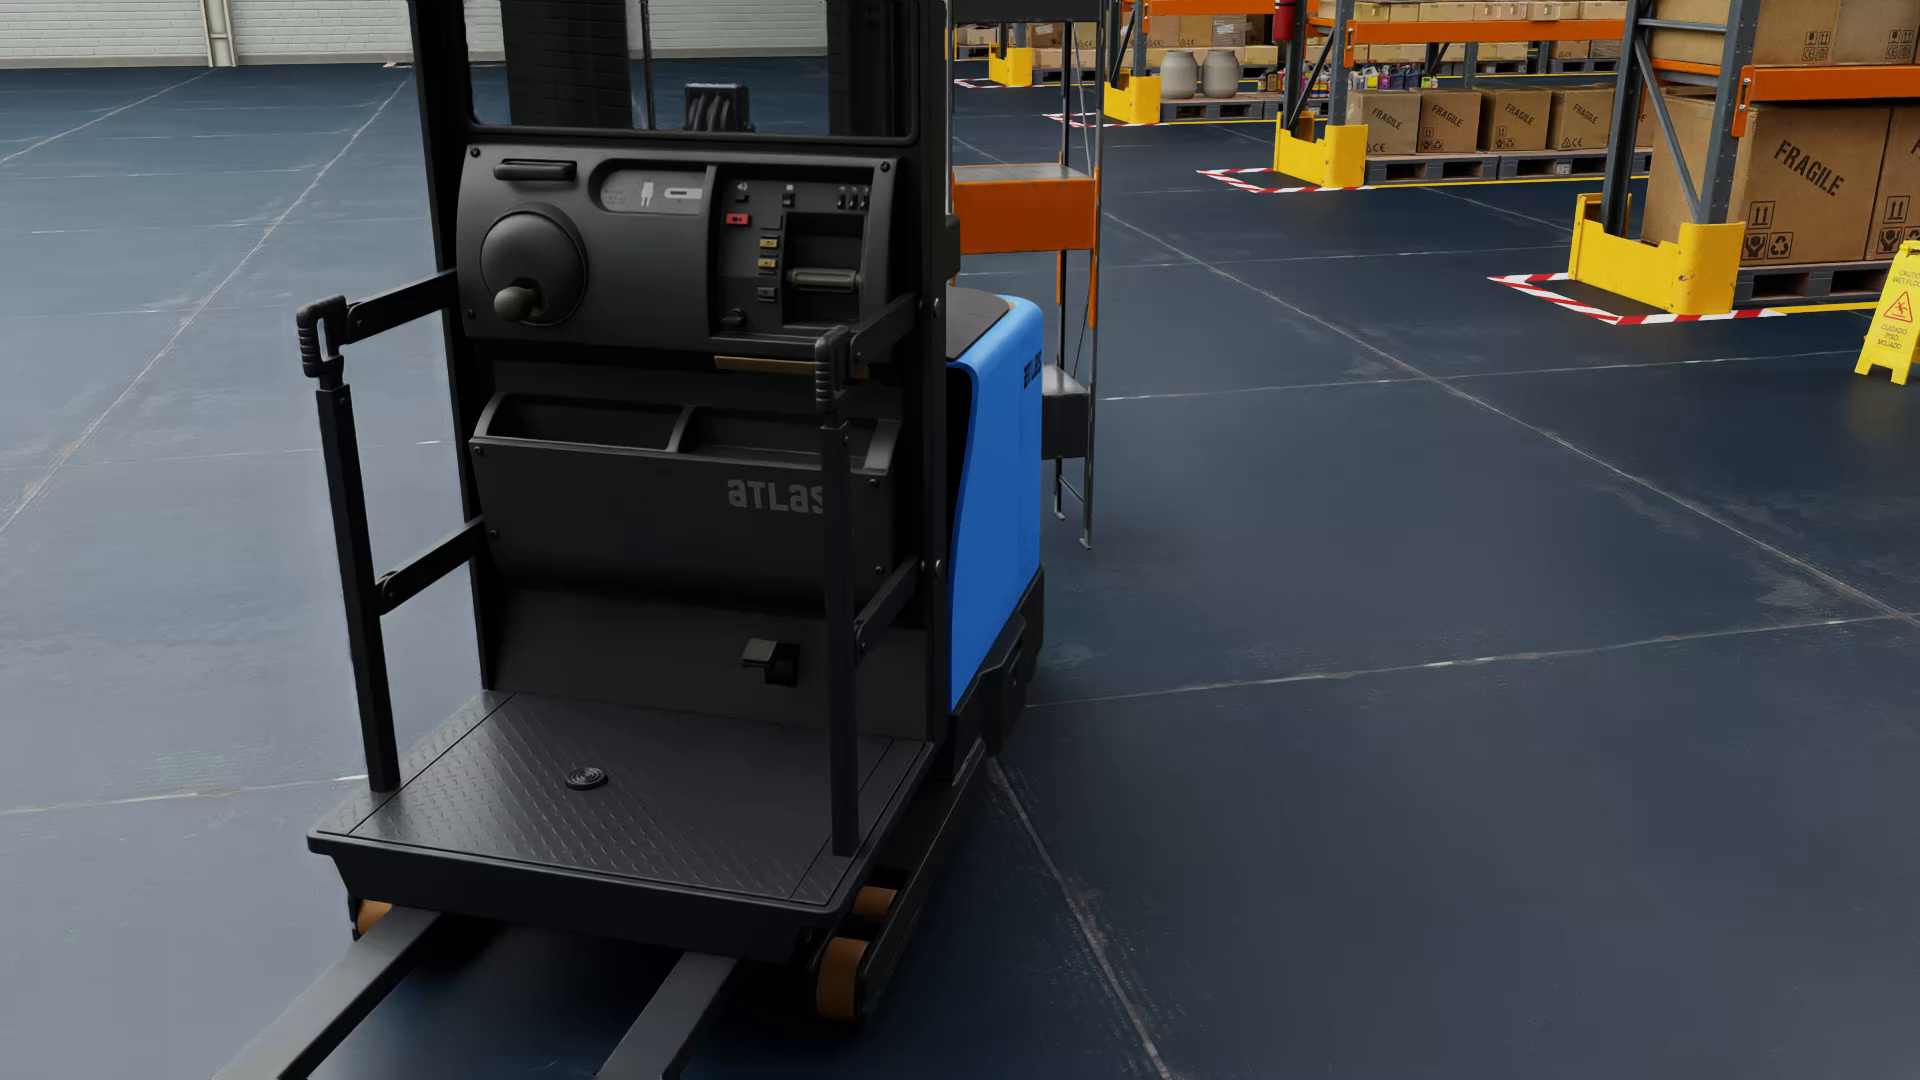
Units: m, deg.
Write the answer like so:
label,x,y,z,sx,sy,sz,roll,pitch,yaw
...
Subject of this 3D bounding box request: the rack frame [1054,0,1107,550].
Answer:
label,x,y,z,sx,sy,sz,roll,pitch,yaw
rack frame,0.399,-1.018,5.542,0.015,2.100,0.400,-5,21,-12

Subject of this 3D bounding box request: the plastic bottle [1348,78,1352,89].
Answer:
label,x,y,z,sx,sy,sz,roll,pitch,yaw
plastic bottle,4.427,-5.172,19.003,0.097,0.201,0.097,0,20,0

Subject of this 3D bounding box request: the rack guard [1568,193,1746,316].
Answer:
label,x,y,z,sx,sy,sz,roll,pitch,yaw
rack guard,4.022,-1.680,9.673,0.348,0.500,1.175,-5,21,-12

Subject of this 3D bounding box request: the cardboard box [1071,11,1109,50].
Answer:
label,x,y,z,sx,sy,sz,roll,pitch,yaw
cardboard box,1.786,-7.106,23.150,0.500,0.500,0.500,-5,21,-12

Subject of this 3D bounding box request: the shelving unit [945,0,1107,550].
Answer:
label,x,y,z,sx,sy,sz,roll,pitch,yaw
shelving unit,0.161,-0.999,5.489,0.503,2.100,0.431,-5,21,-12

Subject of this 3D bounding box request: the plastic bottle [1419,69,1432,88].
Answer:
label,x,y,z,sx,sy,sz,roll,pitch,yaw
plastic bottle,5.363,-5.281,19.179,0.133,0.283,0.061,-4,20,-10

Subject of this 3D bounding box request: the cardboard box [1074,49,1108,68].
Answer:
label,x,y,z,sx,sy,sz,roll,pitch,yaw
cardboard box,1.786,-6.755,23.280,0.500,0.250,0.500,-5,21,-12

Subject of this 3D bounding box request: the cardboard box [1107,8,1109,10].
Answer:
label,x,y,z,sx,sy,sz,roll,pitch,yaw
cardboard box,2.150,-7.324,23.745,0.500,0.500,0.500,-5,21,-12

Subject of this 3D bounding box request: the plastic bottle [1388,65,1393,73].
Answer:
label,x,y,z,sx,sy,sz,roll,pitch,yaw
plastic bottle,5.061,-5.480,19.724,0.133,0.283,0.061,-5,21,-12

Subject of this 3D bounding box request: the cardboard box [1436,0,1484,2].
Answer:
label,x,y,z,sx,sy,sz,roll,pitch,yaw
cardboard box,4.003,-4.824,14.046,0.500,0.500,0.875,-5,21,-12

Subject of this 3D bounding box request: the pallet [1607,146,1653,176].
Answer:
label,x,y,z,sx,sy,sz,roll,pitch,yaw
pallet,6.250,-3.466,14.969,1.213,0.211,1.003,-5,21,-12

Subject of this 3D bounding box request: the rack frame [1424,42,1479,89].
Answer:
label,x,y,z,sx,sy,sz,roll,pitch,yaw
rack frame,5.756,-6.498,19.193,0.127,3.000,1.000,-5,21,-12

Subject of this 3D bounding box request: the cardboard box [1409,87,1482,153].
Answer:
label,x,y,z,sx,sy,sz,roll,pitch,yaw
cardboard box,4.188,-3.650,14.440,0.500,0.500,0.500,1,20,2

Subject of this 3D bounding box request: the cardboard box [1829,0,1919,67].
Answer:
label,x,y,z,sx,sy,sz,roll,pitch,yaw
cardboard box,4.927,-3.021,9.483,0.550,0.550,0.875,-5,21,-12

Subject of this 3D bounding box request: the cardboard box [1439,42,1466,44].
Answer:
label,x,y,z,sx,sy,sz,roll,pitch,yaw
cardboard box,7.063,-7.436,24.326,0.500,0.311,0.500,-5,21,-13

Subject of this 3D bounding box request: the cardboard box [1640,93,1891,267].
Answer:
label,x,y,z,sx,sy,sz,roll,pitch,yaw
cardboard box,4.690,-2.131,9.749,0.875,0.875,0.875,-5,21,-12

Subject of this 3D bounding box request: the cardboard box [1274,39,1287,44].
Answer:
label,x,y,z,sx,sy,sz,roll,pitch,yaw
cardboard box,4.948,-7.454,24.374,0.500,0.311,0.500,-5,21,-12

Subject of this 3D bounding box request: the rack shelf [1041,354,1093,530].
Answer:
label,x,y,z,sx,sy,sz,roll,pitch,yaw
rack shelf,0.161,-0.329,5.735,0.480,0.518,0.431,-5,21,-12

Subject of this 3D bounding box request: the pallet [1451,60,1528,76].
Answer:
label,x,y,z,sx,sy,sz,roll,pitch,yaw
pallet,7.702,-7.112,24.922,1.213,0.211,1.003,-5,21,-12

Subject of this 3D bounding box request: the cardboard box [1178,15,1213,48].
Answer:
label,x,y,z,sx,sy,sz,roll,pitch,yaw
cardboard box,3.244,-7.228,23.483,0.500,0.500,0.500,-5,21,-12

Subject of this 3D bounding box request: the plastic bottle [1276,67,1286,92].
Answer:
label,x,y,z,sx,sy,sz,roll,pitch,yaw
plastic bottle,3.801,-5.412,19.548,0.135,0.276,0.152,-4,21,-12

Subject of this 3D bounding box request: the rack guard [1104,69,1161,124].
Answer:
label,x,y,z,sx,sy,sz,roll,pitch,yaw
rack guard,1.926,-5.030,18.818,0.348,0.500,1.175,-5,21,-12

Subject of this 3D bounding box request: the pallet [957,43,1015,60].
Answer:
label,x,y,z,sx,sy,sz,roll,pitch,yaw
pallet,0.456,-8.247,28.021,1.213,0.211,1.003,-5,21,-12

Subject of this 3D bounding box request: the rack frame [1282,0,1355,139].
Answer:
label,x,y,z,sx,sy,sz,roll,pitch,yaw
rack frame,3.003,-4.524,13.803,0.127,3.000,1.000,-5,21,-12

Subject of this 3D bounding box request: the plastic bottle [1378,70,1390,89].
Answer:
label,x,y,z,sx,sy,sz,roll,pitch,yaw
plastic bottle,4.860,-5.240,19.067,0.133,0.283,0.061,-3,20,-9

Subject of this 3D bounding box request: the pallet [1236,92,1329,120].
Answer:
label,x,y,z,sx,sy,sz,roll,pitch,yaw
pallet,3.903,-5.052,19.299,1.213,0.211,1.003,-5,21,-12

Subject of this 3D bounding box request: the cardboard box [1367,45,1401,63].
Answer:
label,x,y,z,sx,sy,sz,roll,pitch,yaw
cardboard box,6.070,-7.093,24.205,0.500,0.250,0.500,-5,21,-14

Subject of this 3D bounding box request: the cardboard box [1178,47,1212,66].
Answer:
label,x,y,z,sx,sy,sz,roll,pitch,yaw
cardboard box,3.246,-6.872,23.600,0.500,0.250,0.500,-5,21,-12

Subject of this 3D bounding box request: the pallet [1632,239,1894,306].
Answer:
label,x,y,z,sx,sy,sz,roll,pitch,yaw
pallet,4.806,-1.635,9.972,1.213,0.211,1.003,-5,21,-12

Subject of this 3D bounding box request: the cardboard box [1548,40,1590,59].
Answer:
label,x,y,z,sx,sy,sz,roll,pitch,yaw
cardboard box,9.021,-7.446,24.776,0.500,0.500,0.500,-4,20,-10

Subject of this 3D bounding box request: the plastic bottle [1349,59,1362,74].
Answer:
label,x,y,z,sx,sy,sz,roll,pitch,yaw
plastic bottle,4.691,-5.521,19.737,0.185,0.351,0.144,-6,21,-15

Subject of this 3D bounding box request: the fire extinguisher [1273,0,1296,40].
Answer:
label,x,y,z,sx,sy,sz,roll,pitch,yaw
fire extinguisher,2.785,-4.632,14.212,0.183,0.674,0.296,-5,21,-12

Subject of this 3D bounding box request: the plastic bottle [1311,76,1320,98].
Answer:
label,x,y,z,sx,sy,sz,roll,pitch,yaw
plastic bottle,4.033,-5.173,18.903,0.097,0.271,0.097,0,20,0

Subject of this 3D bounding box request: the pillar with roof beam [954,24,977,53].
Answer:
label,x,y,z,sx,sy,sz,roll,pitch,yaw
pillar with roof beam,1.056,-11.219,23.357,0.400,9.000,9.100,-5,21,-12

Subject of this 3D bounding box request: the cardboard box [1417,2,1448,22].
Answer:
label,x,y,z,sx,sy,sz,roll,pitch,yaw
cardboard box,3.829,-4.377,13.766,0.250,0.149,0.380,-5,21,-12

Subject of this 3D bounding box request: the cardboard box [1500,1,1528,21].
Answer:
label,x,y,z,sx,sy,sz,roll,pitch,yaw
cardboard box,4.550,-4.450,13.966,0.250,0.149,0.380,-5,21,-12

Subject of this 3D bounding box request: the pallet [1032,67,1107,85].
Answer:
label,x,y,z,sx,sy,sz,roll,pitch,yaw
pallet,1.461,-6.605,23.539,1.213,0.211,1.003,-5,21,-12

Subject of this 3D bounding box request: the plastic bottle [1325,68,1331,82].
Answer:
label,x,y,z,sx,sy,sz,roll,pitch,yaw
plastic bottle,4.336,-5.405,19.528,0.135,0.276,0.152,-5,21,-12

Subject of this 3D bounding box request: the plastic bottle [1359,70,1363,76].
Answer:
label,x,y,z,sx,sy,sz,roll,pitch,yaw
plastic bottle,4.646,-5.273,19.159,0.133,0.283,0.061,-5,21,-12

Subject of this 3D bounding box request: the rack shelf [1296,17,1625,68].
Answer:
label,x,y,z,sx,sy,sz,roll,pitch,yaw
rack shelf,4.949,-4.344,14.359,4.000,0.370,1.077,-5,21,-12

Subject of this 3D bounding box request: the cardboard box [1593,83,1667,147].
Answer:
label,x,y,z,sx,sy,sz,roll,pitch,yaw
cardboard box,5.941,-3.798,14.844,0.500,0.500,0.500,2,20,5

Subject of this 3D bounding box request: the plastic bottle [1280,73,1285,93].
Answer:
label,x,y,z,sx,sy,sz,roll,pitch,yaw
plastic bottle,3.826,-5.380,19.450,0.133,0.283,0.061,-5,21,-12

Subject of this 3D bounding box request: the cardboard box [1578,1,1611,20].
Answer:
label,x,y,z,sx,sy,sz,roll,pitch,yaw
cardboard box,5.291,-4.493,14.084,0.250,0.149,0.380,-5,21,-12

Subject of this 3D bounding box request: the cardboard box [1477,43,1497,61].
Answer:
label,x,y,z,sx,sy,sz,roll,pitch,yaw
cardboard box,7.555,-7.214,24.534,0.500,0.250,0.500,-5,21,-13

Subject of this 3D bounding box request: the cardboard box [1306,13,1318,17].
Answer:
label,x,y,z,sx,sy,sz,roll,pitch,yaw
cardboard box,6.152,-9.087,29.256,0.500,0.500,0.700,-5,21,-13

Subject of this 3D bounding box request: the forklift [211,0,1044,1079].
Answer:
label,x,y,z,sx,sy,sz,roll,pitch,yaw
forklift,-0.629,-0.581,3.138,1.130,2.935,3.031,5,21,14
